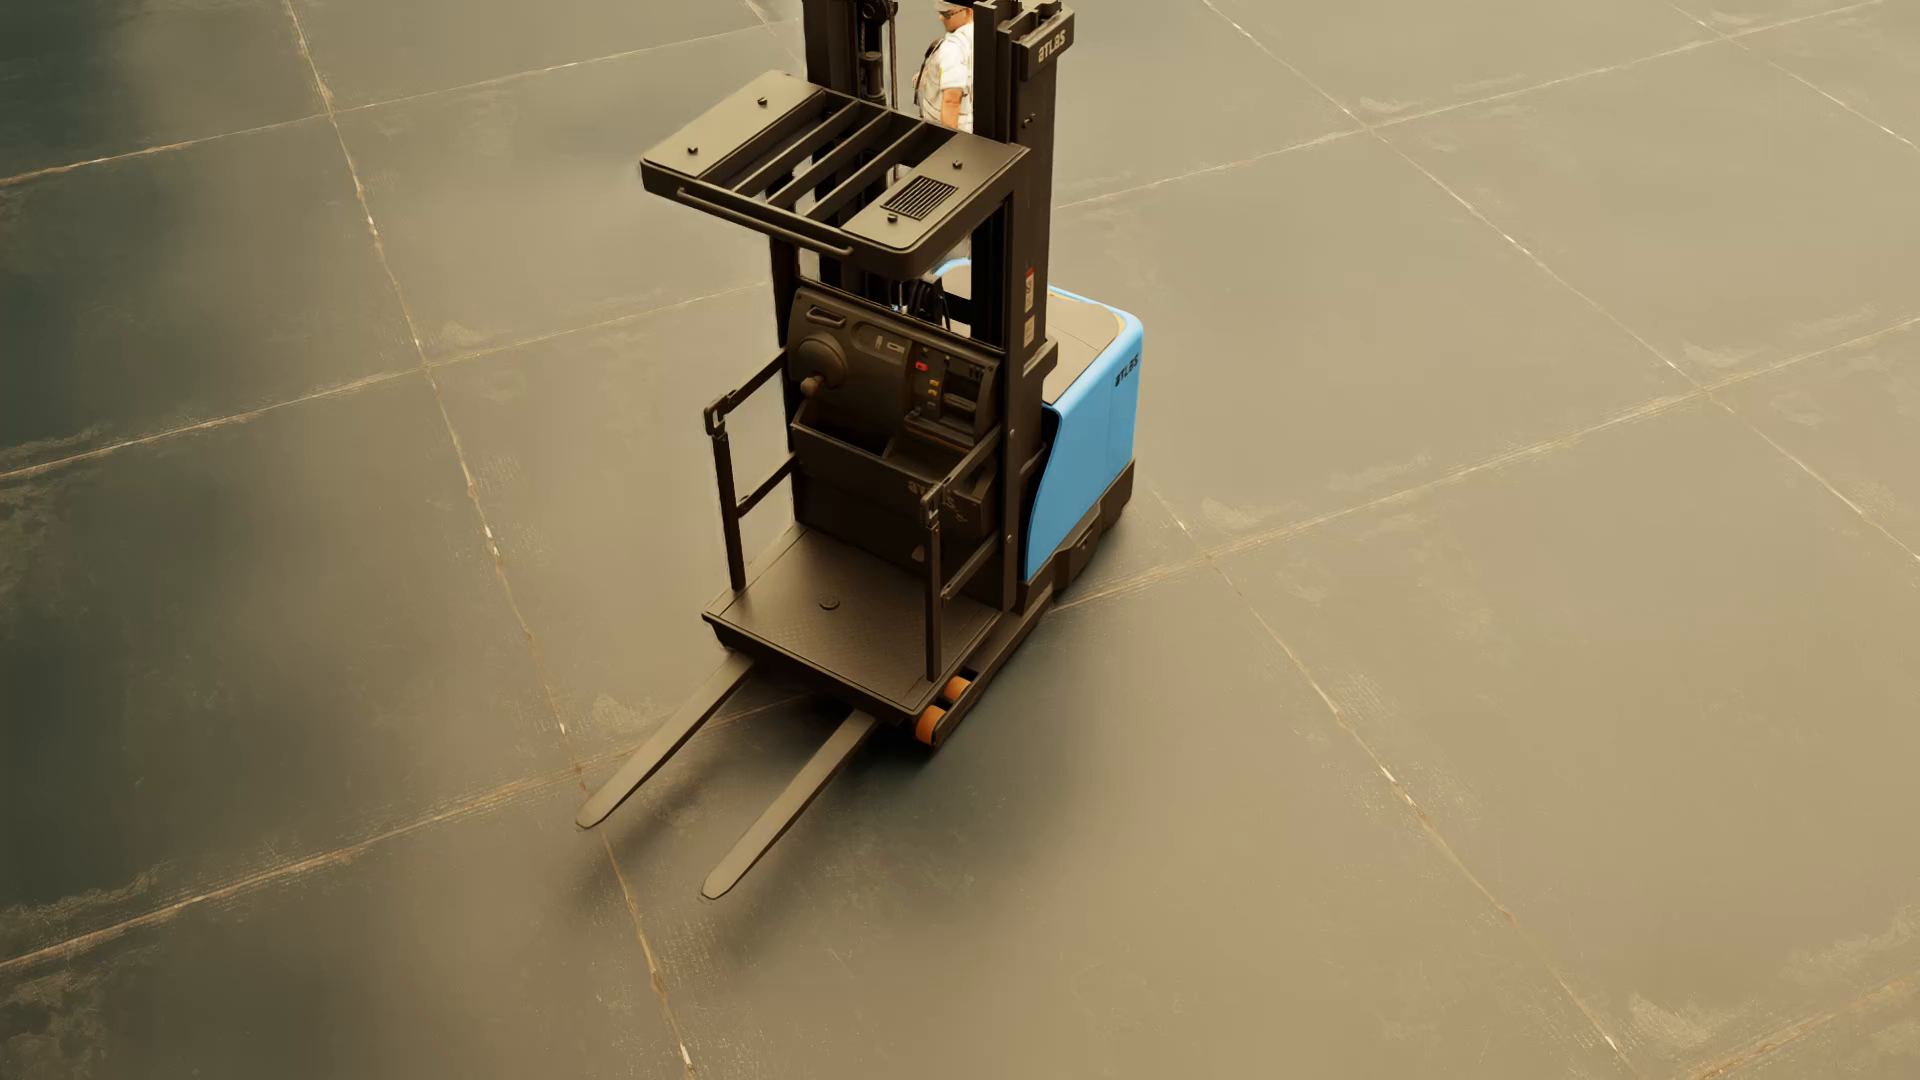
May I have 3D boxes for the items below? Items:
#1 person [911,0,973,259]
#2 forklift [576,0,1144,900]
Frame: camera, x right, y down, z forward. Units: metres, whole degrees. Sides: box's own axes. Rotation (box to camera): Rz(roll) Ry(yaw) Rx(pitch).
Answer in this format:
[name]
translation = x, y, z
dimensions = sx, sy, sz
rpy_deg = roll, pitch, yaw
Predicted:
[person]
translation = 0.018, -2.207, 9.004
dimensions = 0.579, 1.735, 0.915
rpy_deg = -18, 46, -18
[forklift]
translation = -0.384, -0.586, 6.308
dimensions = 1.130, 2.935, 3.031
rpy_deg = 23, 48, 23
